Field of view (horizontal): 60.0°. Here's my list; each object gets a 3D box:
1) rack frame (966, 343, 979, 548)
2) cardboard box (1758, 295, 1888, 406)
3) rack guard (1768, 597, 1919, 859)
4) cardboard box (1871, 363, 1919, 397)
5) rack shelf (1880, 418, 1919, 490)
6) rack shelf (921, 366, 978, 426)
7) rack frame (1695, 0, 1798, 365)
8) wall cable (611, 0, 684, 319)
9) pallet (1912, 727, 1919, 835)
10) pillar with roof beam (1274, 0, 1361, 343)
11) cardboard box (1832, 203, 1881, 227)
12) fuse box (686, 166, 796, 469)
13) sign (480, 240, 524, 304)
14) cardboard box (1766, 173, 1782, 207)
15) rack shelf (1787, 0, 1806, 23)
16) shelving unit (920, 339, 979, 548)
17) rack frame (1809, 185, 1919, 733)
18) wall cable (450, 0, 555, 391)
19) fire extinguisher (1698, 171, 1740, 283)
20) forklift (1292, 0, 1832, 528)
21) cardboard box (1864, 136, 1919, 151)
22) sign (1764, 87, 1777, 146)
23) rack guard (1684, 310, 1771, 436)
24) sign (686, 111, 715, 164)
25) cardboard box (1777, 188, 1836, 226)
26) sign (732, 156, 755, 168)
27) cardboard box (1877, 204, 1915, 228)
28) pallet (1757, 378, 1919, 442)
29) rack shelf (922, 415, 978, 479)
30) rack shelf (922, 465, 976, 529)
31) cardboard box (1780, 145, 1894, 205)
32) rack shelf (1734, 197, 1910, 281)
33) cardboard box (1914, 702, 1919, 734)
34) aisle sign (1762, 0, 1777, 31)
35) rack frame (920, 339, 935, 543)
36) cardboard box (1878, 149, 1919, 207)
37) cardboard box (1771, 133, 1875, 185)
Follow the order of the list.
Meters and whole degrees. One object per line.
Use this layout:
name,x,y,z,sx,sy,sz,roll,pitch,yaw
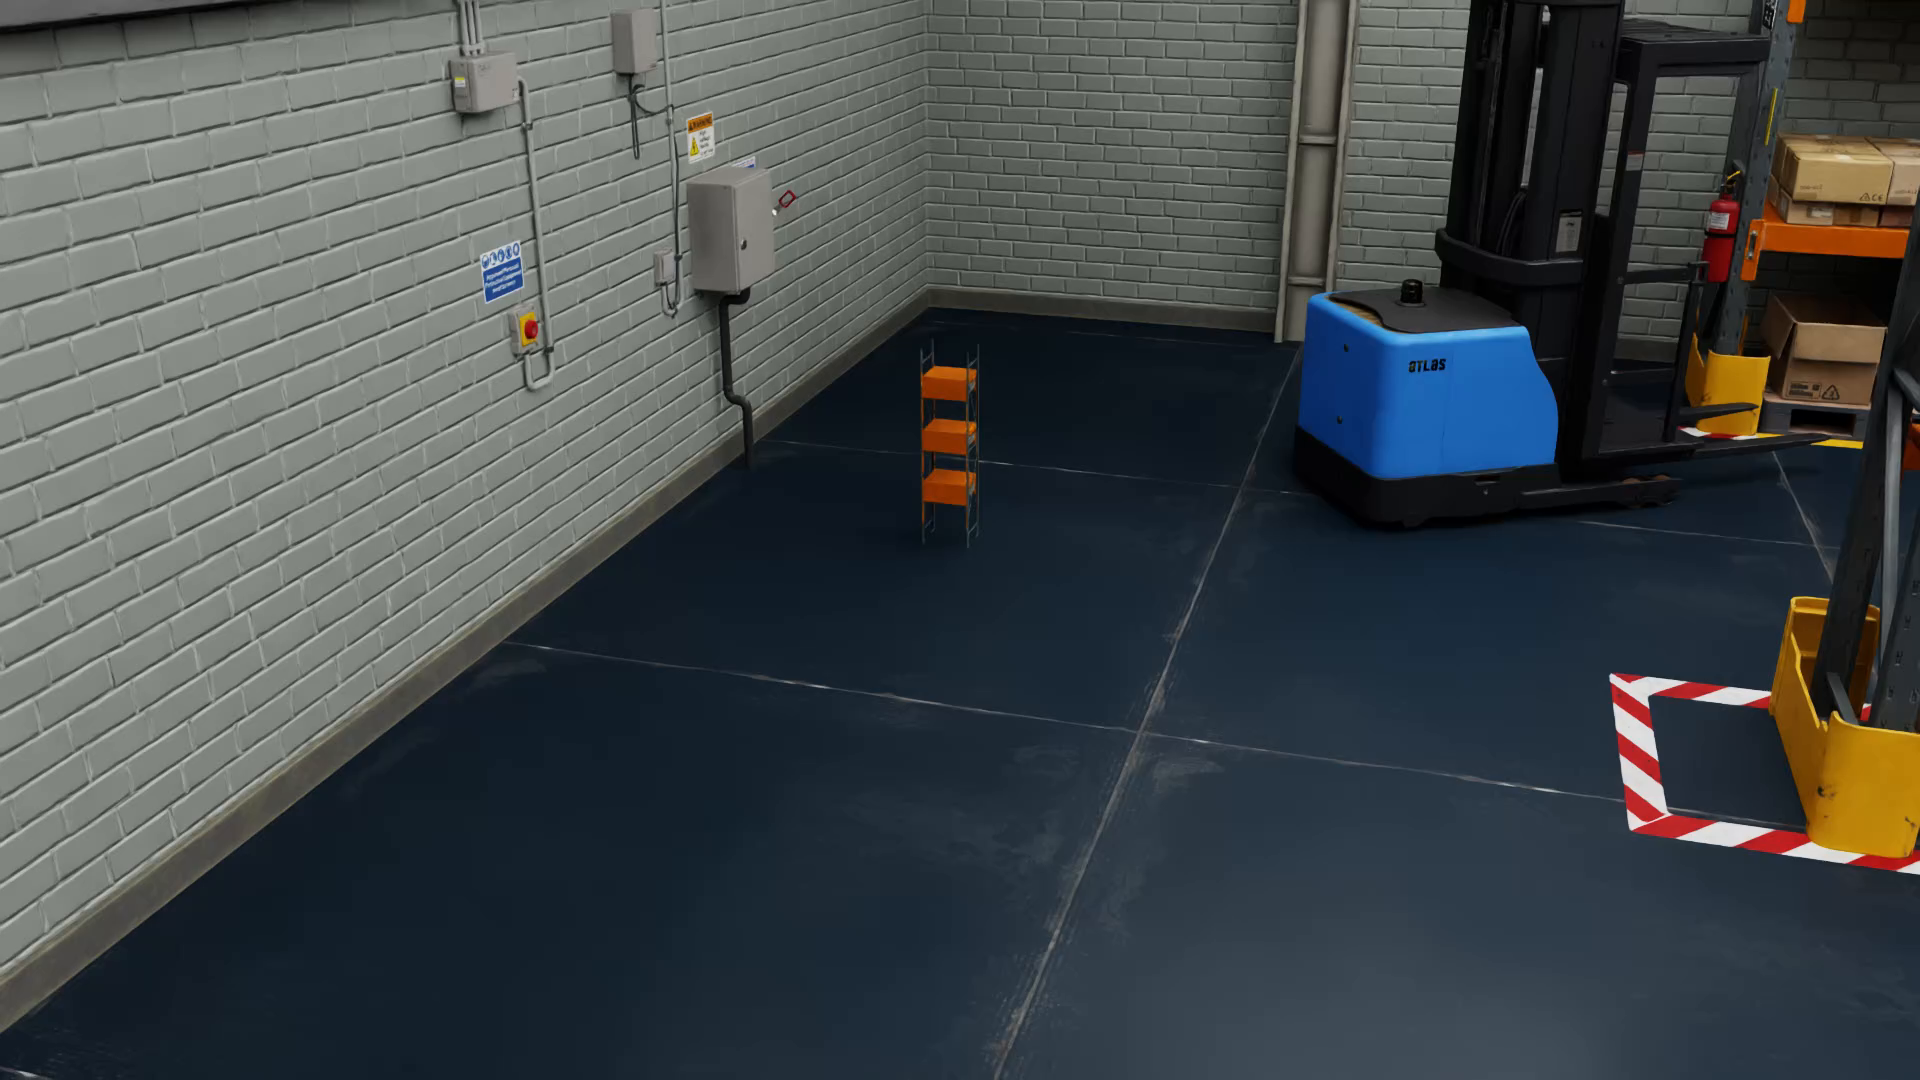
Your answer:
rack frame,0.066,-0.478,8.552,0.008,1.050,0.200,7,23,16
cardboard box,5.443,-1.205,10.492,0.637,0.503,0.797,6,23,13
rack guard,3.432,0.690,6.429,0.348,0.500,1.175,7,23,16
cardboard box,5.839,-0.981,10.411,0.250,0.149,0.380,6,23,13
rack shelf,5.369,0.088,5.550,4.000,0.370,1.077,7,23,16
rack shelf,-0.051,-0.744,8.481,0.240,0.259,0.215,7,23,16
rack frame,4.885,-2.267,10.345,0.127,3.000,1.000,7,23,16
wall cable,-1.552,-2.060,8.500,0.122,1.984,0.588,7,23,16
pallet,4.243,0.886,6.333,1.213,0.211,1.003,7,23,16
pillar with roof beam,1.320,-4.102,6.913,0.400,9.000,9.100,7,23,16
cardboard box,5.377,-2.004,10.035,0.250,0.149,0.380,7,23,17
fuse box,-1.204,-1.224,9.500,0.414,1.711,0.539,7,23,16
sign,-2.023,-1.187,7.356,0.001,0.218,0.327,7,23,16
cardboard box,5.280,-2.212,10.542,0.250,0.149,0.380,6,23,15
rack shelf,6.800,-3.103,9.378,4.000,0.370,1.077,7,23,16
shelving unit,-0.051,-0.492,8.585,0.252,1.050,0.215,7,23,16
rack frame,3.455,-0.464,5.948,0.127,3.000,1.000,7,23,16
wall cable,-1.950,-1.558,7.235,0.123,1.953,0.585,7,23,16
fire extinguisher,4.611,-1.907,10.061,0.183,0.674,0.296,7,23,16
forklift,3.504,-1.716,9.091,3.031,2.935,1.130,-6,23,-14
cardboard box,5.895,-2.325,10.291,0.500,0.250,0.500,7,23,16
sign,4.728,-2.471,9.700,0.005,0.325,0.100,7,23,16
rack guard,4.958,-1.103,10.799,0.348,0.500,1.175,7,23,16
sign,-1.418,-2.205,9.105,0.001,0.242,0.339,7,23,16
cardboard box,5.120,-2.016,10.062,0.250,0.149,0.380,6,23,15
sign,-1.260,-1.979,9.766,0.001,0.494,0.329,7,23,16
cardboard box,5.639,-1.988,9.996,0.250,0.149,0.380,6,23,15
pallet,5.721,-0.882,10.642,1.213,0.211,1.003,7,23,16
rack shelf,-0.051,-0.482,8.589,0.240,0.259,0.215,7,23,16
rack shelf,-0.051,-0.225,8.695,0.240,0.259,0.215,7,23,16
cardboard box,5.241,-2.188,9.957,0.500,0.250,0.500,7,23,16
rack shelf,6.800,-1.715,9.947,4.000,0.370,1.077,7,23,16
cardboard box,4.115,0.564,6.266,0.875,0.438,0.875,6,23,14
aisle sign,4.735,-3.371,9.610,0.004,0.787,0.394,7,23,16
rack frame,-0.168,-0.505,8.618,0.008,1.050,0.200,7,23,16
cardboard box,5.724,-2.133,9.823,0.500,0.250,0.500,7,23,16
cardboard box,5.402,-2.382,10.429,0.500,0.250,0.500,7,23,17
